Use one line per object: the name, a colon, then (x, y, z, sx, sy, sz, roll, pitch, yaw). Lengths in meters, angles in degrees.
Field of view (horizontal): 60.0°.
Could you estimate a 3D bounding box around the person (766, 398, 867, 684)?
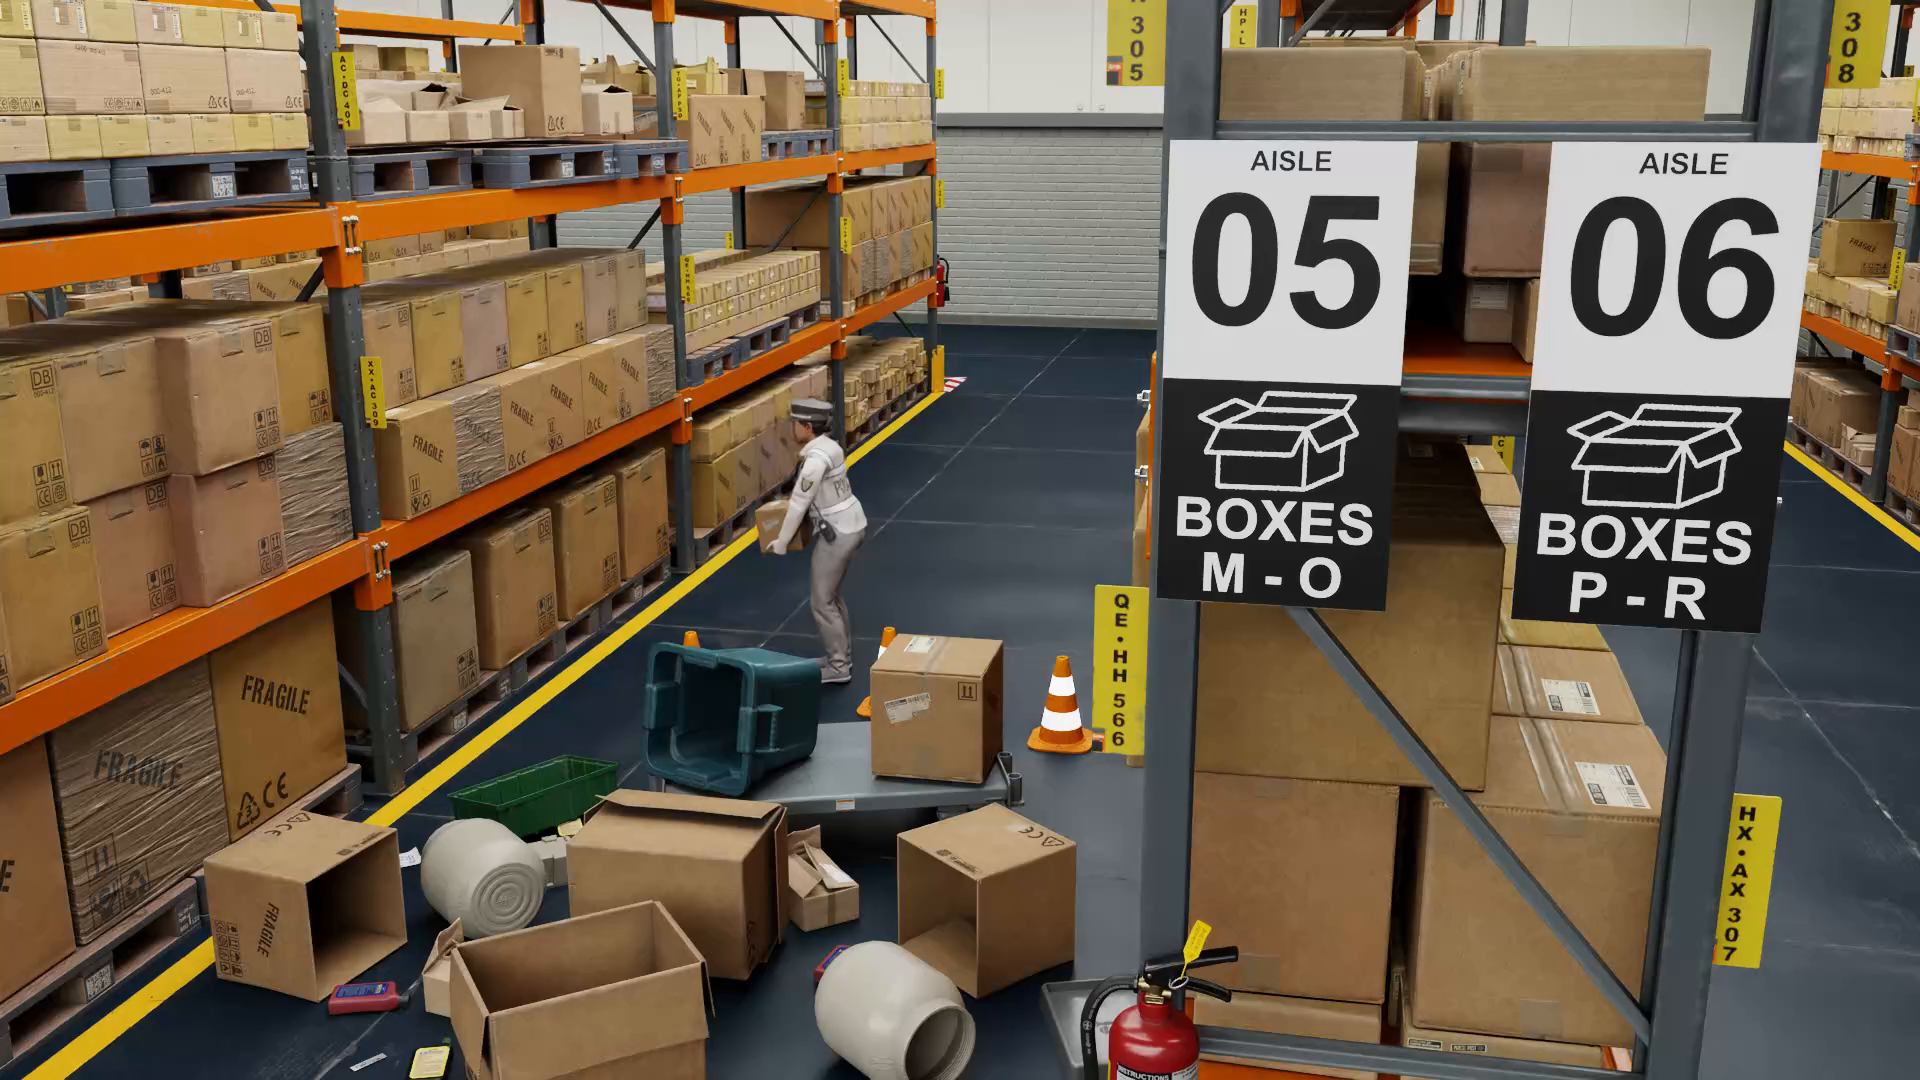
person: (-0.816, 0.000, 9.561, 0.551, 1.648, 0.416, 3, 15, 10)
